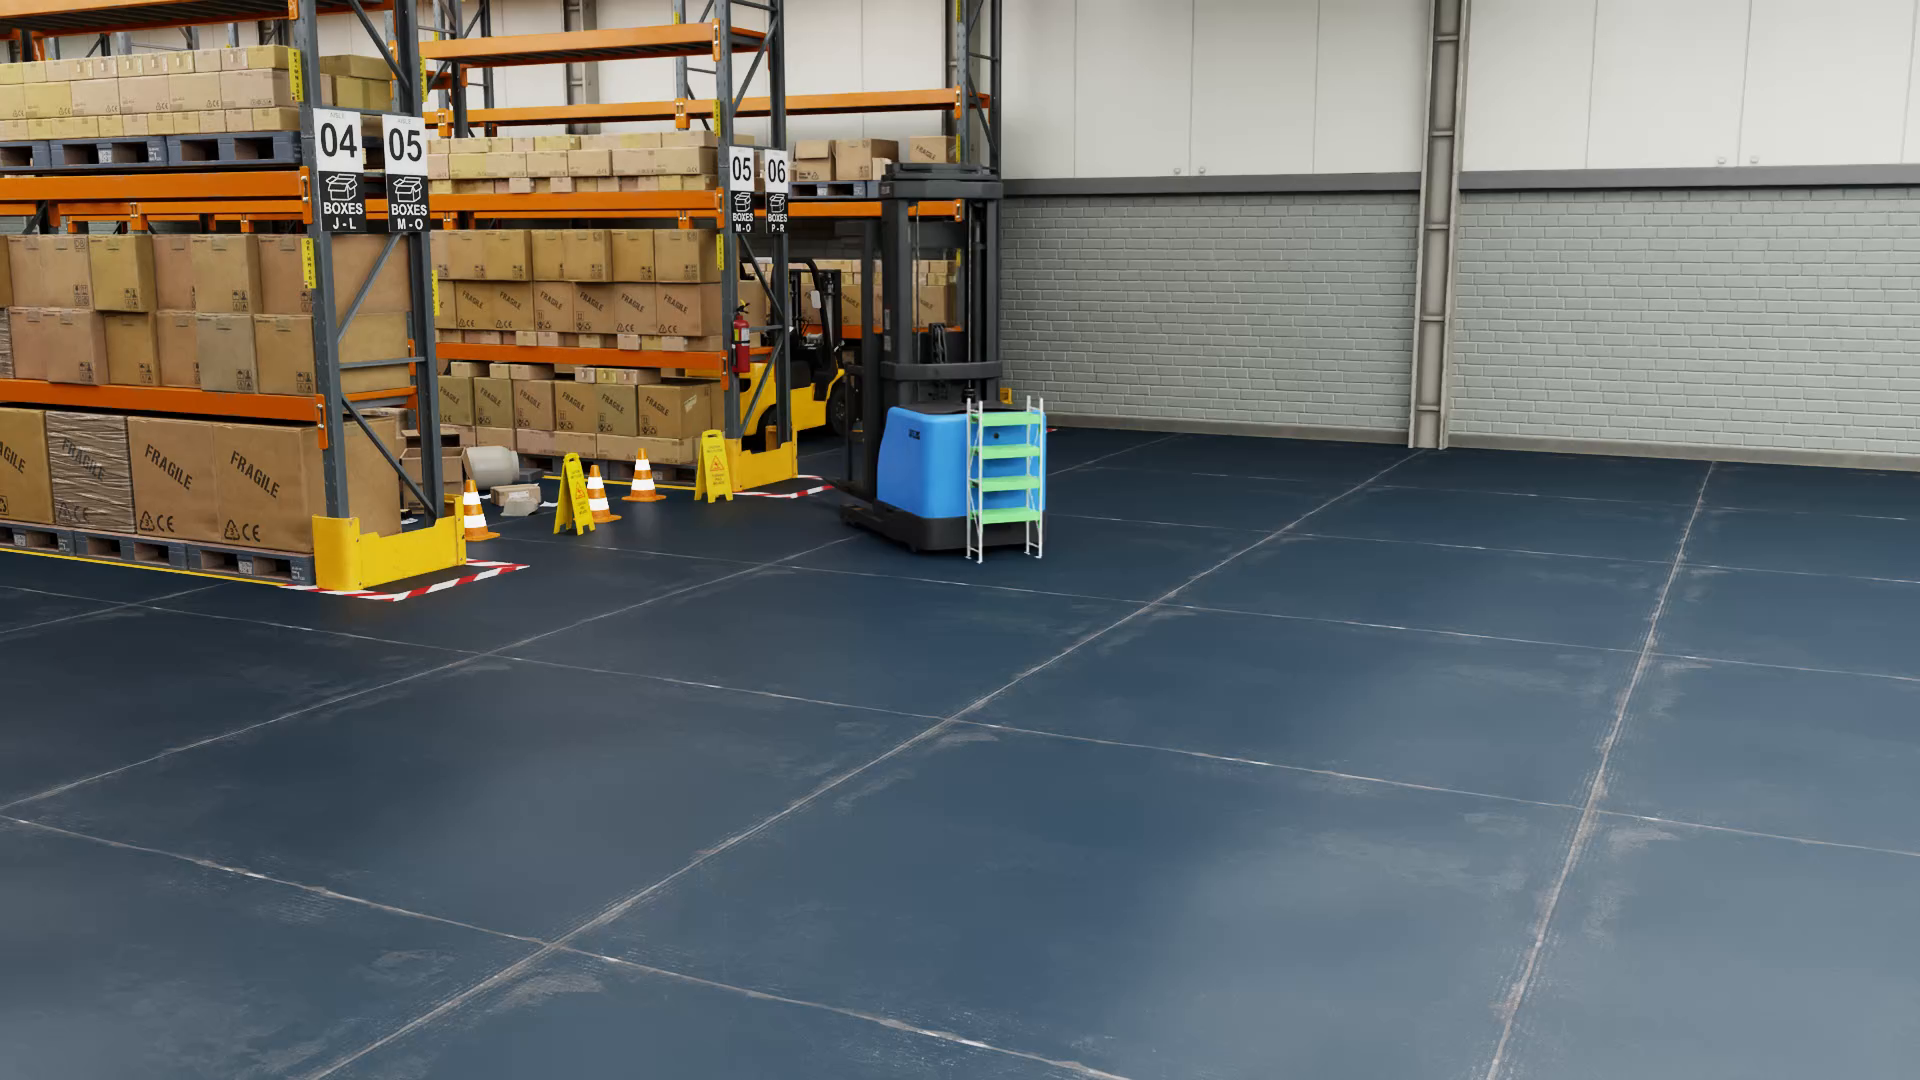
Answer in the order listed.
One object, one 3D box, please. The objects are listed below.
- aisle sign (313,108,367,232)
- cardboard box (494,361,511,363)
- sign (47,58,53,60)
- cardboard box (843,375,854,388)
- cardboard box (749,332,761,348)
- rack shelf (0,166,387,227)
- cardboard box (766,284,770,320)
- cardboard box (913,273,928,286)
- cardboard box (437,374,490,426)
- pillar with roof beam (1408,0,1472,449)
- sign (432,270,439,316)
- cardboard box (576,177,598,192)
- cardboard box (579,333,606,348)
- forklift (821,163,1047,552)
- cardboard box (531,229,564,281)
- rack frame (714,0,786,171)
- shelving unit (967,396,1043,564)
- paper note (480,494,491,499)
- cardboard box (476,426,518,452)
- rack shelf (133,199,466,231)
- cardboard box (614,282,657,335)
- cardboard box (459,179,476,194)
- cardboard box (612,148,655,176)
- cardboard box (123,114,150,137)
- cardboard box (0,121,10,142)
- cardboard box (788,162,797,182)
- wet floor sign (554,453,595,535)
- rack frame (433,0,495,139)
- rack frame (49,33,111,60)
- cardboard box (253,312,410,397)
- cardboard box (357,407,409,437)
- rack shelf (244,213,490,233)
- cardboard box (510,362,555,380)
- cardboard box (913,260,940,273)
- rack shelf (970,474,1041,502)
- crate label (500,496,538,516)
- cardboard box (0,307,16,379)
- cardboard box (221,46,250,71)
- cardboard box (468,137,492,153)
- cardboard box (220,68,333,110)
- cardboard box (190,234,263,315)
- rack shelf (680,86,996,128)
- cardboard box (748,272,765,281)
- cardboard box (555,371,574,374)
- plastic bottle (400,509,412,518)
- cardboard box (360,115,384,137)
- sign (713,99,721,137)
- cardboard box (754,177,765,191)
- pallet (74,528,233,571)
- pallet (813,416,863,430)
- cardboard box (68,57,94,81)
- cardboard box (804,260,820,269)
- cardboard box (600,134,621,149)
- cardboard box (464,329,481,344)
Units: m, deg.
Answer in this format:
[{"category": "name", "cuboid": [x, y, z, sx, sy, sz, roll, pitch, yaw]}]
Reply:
[{"category": "aisle sign", "cuboid": [-4.126, -2.456, 11.079, 0.004, 0.787, 0.394, 5, 11, 26]}, {"category": "cardboard box", "cuboid": [-6.385, -2.439, 23.774, 0.625, 0.625, 0.875, 5, 12, 28]}, {"category": "sign", "cuboid": [-14.353, -7.447, 26.263, 0.005, 0.325, 0.100, 5, 11, 26]}, {"category": "cardboard box", "cuboid": [-1.256, -1.989, 20.933, 0.500, 0.250, 0.500, 5, 11, 25]}, {"category": "cardboard box", "cuboid": [-2.170, -1.965, 16.371, 0.250, 0.149, 0.380, 5, 11, 26]}, {"category": "rack shelf", "cuboid": [-5.850, -2.510, 12.274, 4.000, 0.370, 1.077, 5, 11, 26]}, {"category": "cardboard box", "cuboid": [-2.140, -3.032, 21.278, 0.500, 0.500, 0.500, 5, 11, 25]}, {"category": "cardboard box", "cuboid": [-0.441, -3.188, 20.322, 0.250, 0.149, 0.380, 5, 12, 27]}, {"category": "cardboard box", "cuboid": [-5.135, -1.477, 17.406, 0.500, 0.500, 0.500, 6, 12, 29]}, {"category": "pillar with roof beam", "cuboid": [3.486, -4.813, 14.553, 0.400, 9.000, 9.100, 5, 11, 26]}, {"category": "sign", "cuboid": [-3.806, -1.784, 12.009, 0.005, 0.325, 0.100, 5, 11, 26]}, {"category": "cardboard box", "cuboid": [-3.537, -3.470, 16.264, 0.250, 0.149, 0.380, 5, 11, 24]}, {"category": "cardboard box", "cuboid": [-3.565, -1.990, 16.510, 0.250, 0.149, 0.380, 5, 11, 25]}, {"category": "forklift", "cuboid": [-0.366, -1.573, 13.690, 1.130, 2.935, 3.031, -4, 11, -22]}, {"category": "cardboard box", "cuboid": [-3.851, -2.848, 16.622, 0.500, 0.500, 0.700, 5, 11, 25]}, {"category": "rack frame", "cuboid": [-1.957, -4.981, 15.484, 0.127, 3.000, 1.000, 5, 11, 26]}, {"category": "shelving unit", "cuboid": [0.332, -0.452, 12.358, 0.503, 1.200, 0.258, -4, 11, -22]}, {"category": "paper note", "cuboid": [-4.381, -0.410, 15.441, 0.148, 0.019, 0.142, -10, 14, -43]}, {"category": "cardboard box", "cuboid": [-4.651, -1.068, 17.250, 0.500, 0.250, 0.500, 6, 12, 29]}, {"category": "rack shelf", "cuboid": [-7.338, -3.624, 18.428, 4.000, 0.370, 1.077, 5, 11, 26]}, {"category": "cardboard box", "cuboid": [-3.013, -2.264, 16.198, 0.500, 0.500, 0.500, 5, 11, 26]}, {"category": "cardboard box", "cuboid": [-4.892, -3.601, 16.989, 0.250, 0.149, 0.380, 5, 11, 26]}, {"category": "cardboard box", "cuboid": [-2.980, -3.617, 15.955, 0.500, 0.250, 0.500, 5, 11, 25]}, {"category": "cardboard box", "cuboid": [-5.644, -2.911, 11.715, 0.250, 0.149, 0.380, 5, 11, 26]}, {"category": "cardboard box", "cuboid": [-7.012, -3.031, 12.377, 0.250, 0.149, 0.380, 5, 11, 26]}, {"category": "cardboard box", "cuboid": [-2.155, -4.638, 20.926, 0.258, 0.266, 0.396, 5, 11, 24]}, {"category": "wet floor sign", "cuboid": [-3.155, -0.386, 13.551, 0.232, 0.644, 0.267, 3, 11, 16]}, {"category": "rack frame", "cuboid": [-6.939, -6.404, 23.349, 0.127, 3.000, 1.000, 5, 11, 26]}, {"category": "rack frame", "cuboid": [-14.113, -7.035, 26.832, 0.127, 3.000, 1.000, 5, 11, 26]}, {"category": "cardboard box", "cuboid": [-4.410, -1.326, 11.715, 0.550, 0.550, 0.875, 5, 11, 26]}, {"category": "cardboard box", "cuboid": [-6.016, -1.299, 18.183, 0.625, 0.372, 0.950, 5, 11, 27]}, {"category": "rack shelf", "cuboid": [-8.732, -4.732, 24.551, 4.000, 0.370, 1.077, 5, 11, 26]}, {"category": "cardboard box", "cuboid": [-4.345, -1.716, 16.904, 0.250, 0.149, 0.380, 6, 12, 29]}, {"category": "cardboard box", "cuboid": [-0.414, -3.346, 20.357, 0.250, 0.149, 0.380, 5, 11, 26]}, {"category": "rack shelf", "cuboid": [0.332, -0.389, 12.370, 0.480, 0.148, 0.258, -4, 11, -22]}, {"category": "crate label", "cuboid": [-3.832, -0.296, 14.482, 0.298, 0.136, 0.250, -1, 10, -4]}, {"category": "cardboard box", "cuboid": [-7.308, -1.592, 13.184, 0.550, 0.550, 0.875, 5, 11, 26]}, {"category": "cardboard box", "cuboid": [-4.732, -3.223, 11.201, 0.250, 0.149, 0.380, 5, 11, 26]}, {"category": "cardboard box", "cuboid": [-4.704, -3.949, 16.671, 0.250, 0.149, 0.380, 5, 11, 25]}, {"category": "cardboard box", "cuboid": [-4.619, -3.029, 11.246, 0.500, 0.250, 0.500, 5, 11, 27]}, {"category": "cardboard box", "cuboid": [-4.906, -1.900, 11.851, 0.550, 0.550, 0.875, 5, 11, 26]}, {"category": "rack shelf", "cuboid": [-1.558, -5.381, 20.836, 4.000, 0.370, 1.077, 5, 11, 26]}, {"category": "cardboard box", "cuboid": [-2.515, -3.371, 21.331, 0.250, 0.149, 0.380, 5, 12, 27]}, {"category": "cardboard box", "cuboid": [-4.438, -1.523, 17.660, 0.500, 0.500, 0.500, 5, 12, 27]}, {"category": "plastic bottle", "cuboid": [-4.878, -0.226, 14.309, 0.283, 0.061, 0.133, 1, 10, 6]}, {"category": "cardboard box", "cuboid": [-4.222, -2.917, 11.747, 0.250, 0.149, 0.380, 5, 11, 26]}, {"category": "sign", "cuboid": [-2.221, -3.854, 15.191, 0.005, 0.325, 0.100, 5, 11, 26]}, {"category": "cardboard box", "cuboid": [-2.111, -3.459, 16.205, 0.250, 0.149, 0.380, 5, 11, 26]}, {"category": "pallet", "cuboid": [-5.899, -0.005, 12.666, 1.213, 0.211, 1.003, 5, 11, 26]}, {"category": "pallet", "cuboid": [-1.559, -1.600, 21.477, 1.213, 0.211, 1.003, 5, 11, 26]}, {"category": "cardboard box", "cuboid": [-6.104, -3.343, 11.865, 0.250, 0.149, 0.380, 5, 11, 26]}, {"category": "cardboard box", "cuboid": [-1.775, -3.474, 21.064, 0.250, 0.149, 0.380, 5, 11, 26]}, {"category": "cardboard box", "cuboid": [-3.263, -3.846, 16.099, 0.250, 0.149, 0.380, 5, 11, 26]}, {"category": "cardboard box", "cuboid": [-4.903, -2.117, 17.209, 0.250, 0.149, 0.380, 5, 11, 26]}]
